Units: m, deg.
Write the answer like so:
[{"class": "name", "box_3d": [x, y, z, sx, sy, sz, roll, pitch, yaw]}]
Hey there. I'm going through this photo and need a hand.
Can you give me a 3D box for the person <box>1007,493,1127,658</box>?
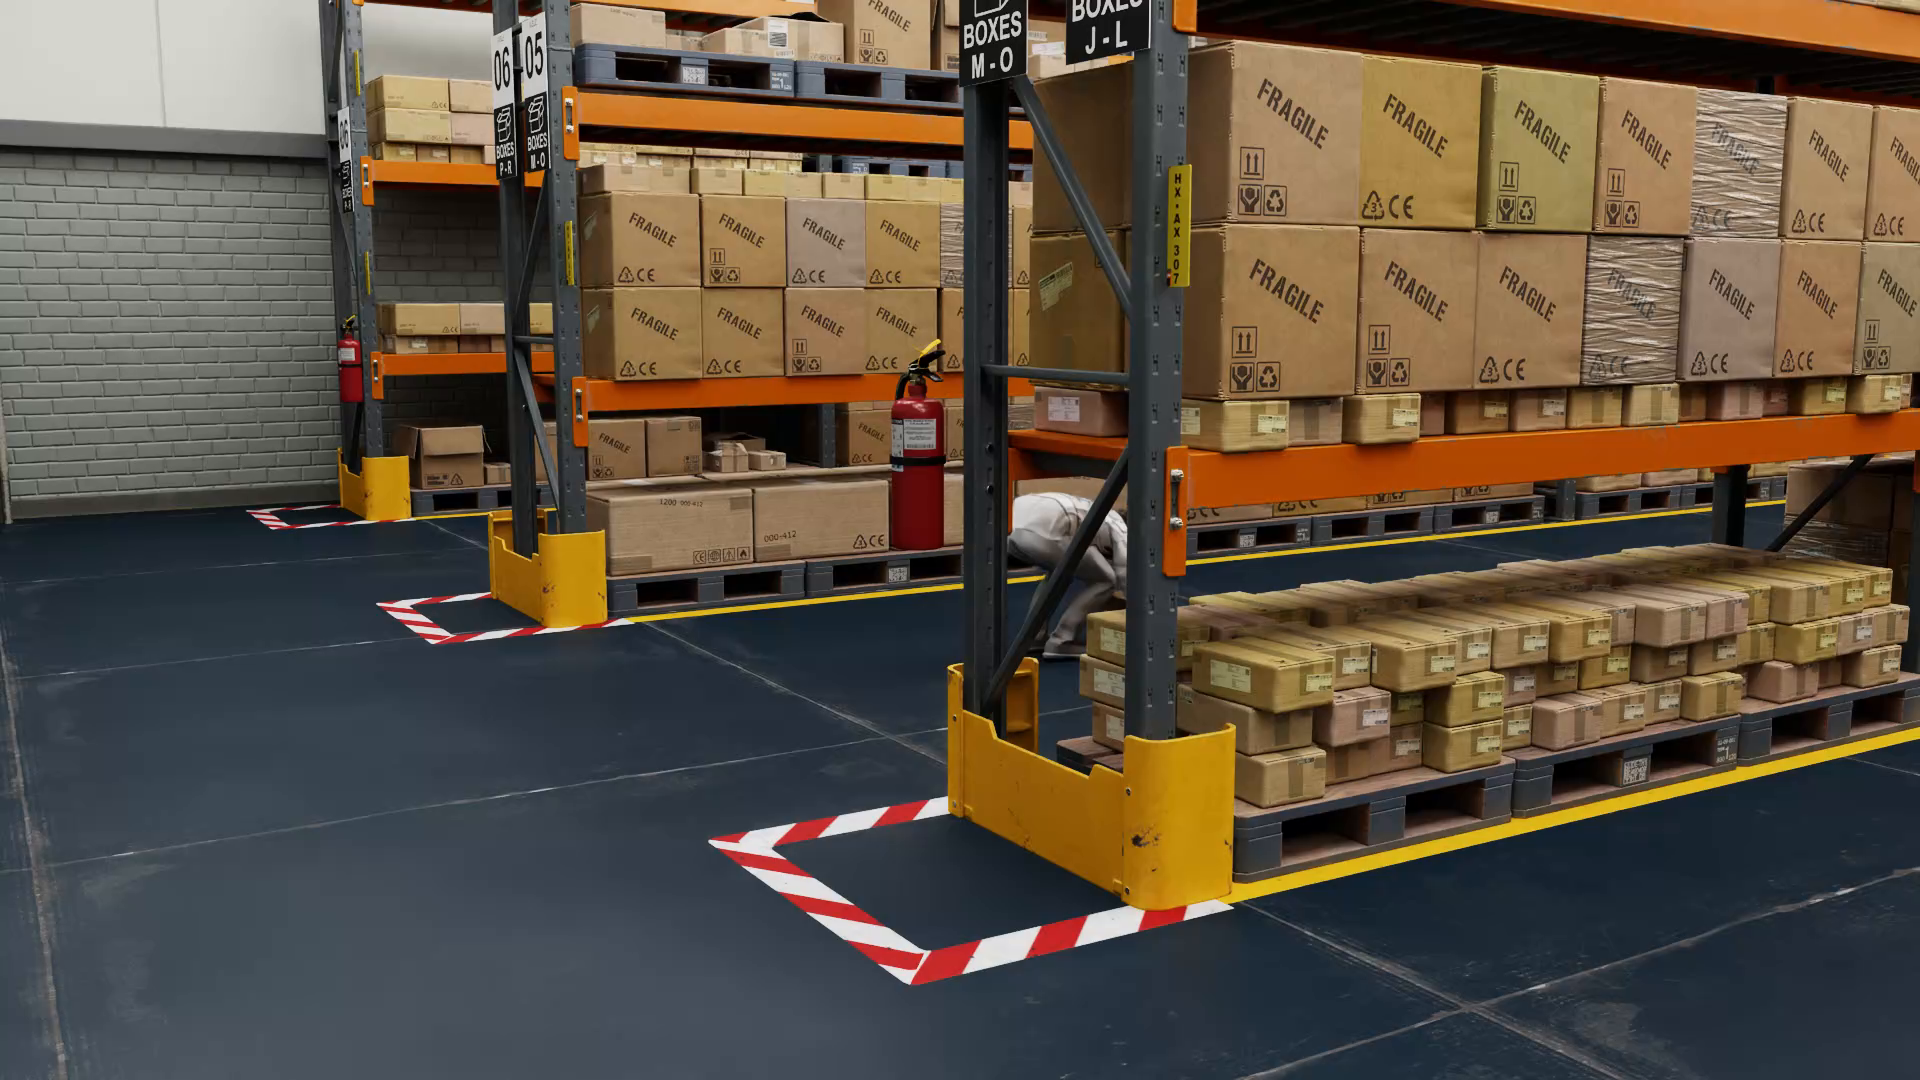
[{"class": "person", "box_3d": [0.602, 0.164, 8.253, 0.898, 0.822, 0.469, -5, 10, -33]}]
